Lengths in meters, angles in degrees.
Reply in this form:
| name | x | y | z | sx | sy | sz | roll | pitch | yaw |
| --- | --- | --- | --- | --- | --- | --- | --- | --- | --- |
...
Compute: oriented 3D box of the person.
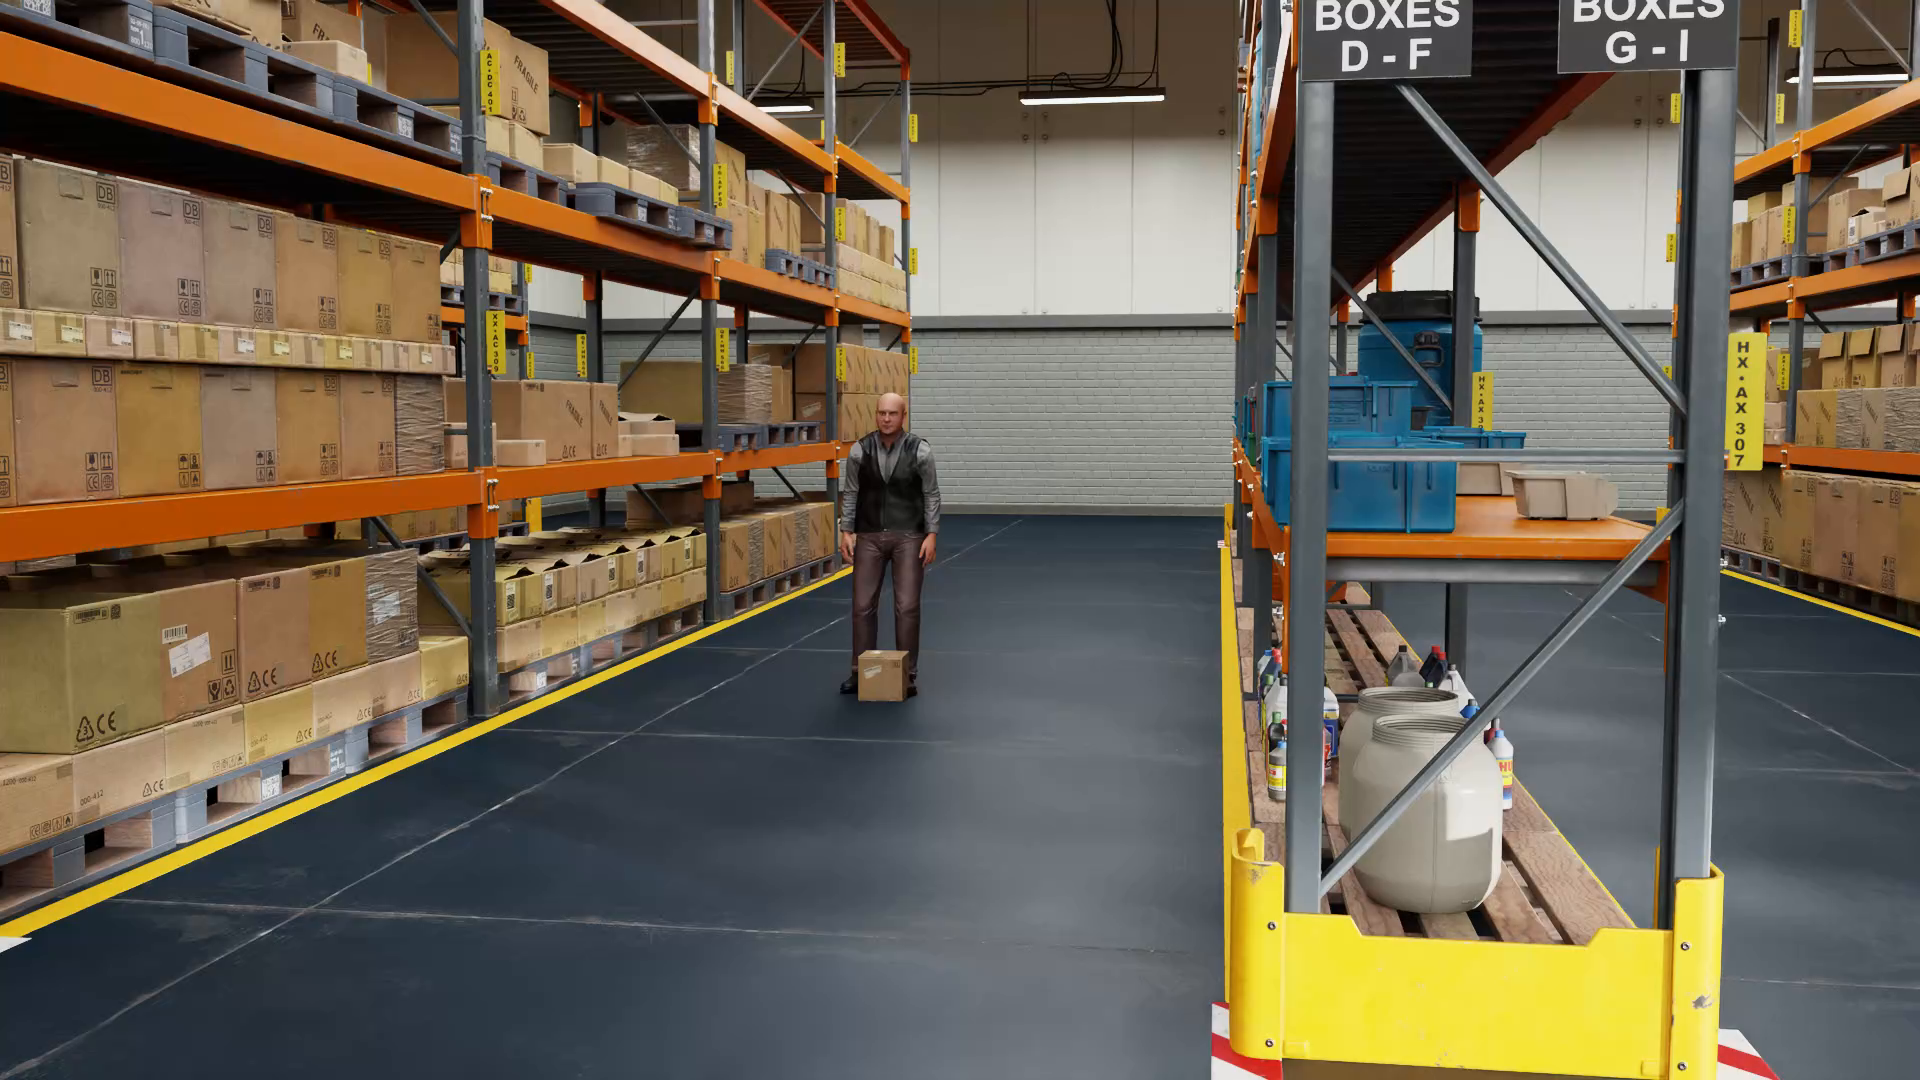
| name | x | y | z | sx | sy | sz | roll | pitch | yaw |
| --- | --- | --- | --- | --- | --- | --- | --- | --- | --- |
| person | -0.406 | 0.014 | 9.605 | 0.580 | 1.721 | 0.463 | 1 | 4 | 9 |
